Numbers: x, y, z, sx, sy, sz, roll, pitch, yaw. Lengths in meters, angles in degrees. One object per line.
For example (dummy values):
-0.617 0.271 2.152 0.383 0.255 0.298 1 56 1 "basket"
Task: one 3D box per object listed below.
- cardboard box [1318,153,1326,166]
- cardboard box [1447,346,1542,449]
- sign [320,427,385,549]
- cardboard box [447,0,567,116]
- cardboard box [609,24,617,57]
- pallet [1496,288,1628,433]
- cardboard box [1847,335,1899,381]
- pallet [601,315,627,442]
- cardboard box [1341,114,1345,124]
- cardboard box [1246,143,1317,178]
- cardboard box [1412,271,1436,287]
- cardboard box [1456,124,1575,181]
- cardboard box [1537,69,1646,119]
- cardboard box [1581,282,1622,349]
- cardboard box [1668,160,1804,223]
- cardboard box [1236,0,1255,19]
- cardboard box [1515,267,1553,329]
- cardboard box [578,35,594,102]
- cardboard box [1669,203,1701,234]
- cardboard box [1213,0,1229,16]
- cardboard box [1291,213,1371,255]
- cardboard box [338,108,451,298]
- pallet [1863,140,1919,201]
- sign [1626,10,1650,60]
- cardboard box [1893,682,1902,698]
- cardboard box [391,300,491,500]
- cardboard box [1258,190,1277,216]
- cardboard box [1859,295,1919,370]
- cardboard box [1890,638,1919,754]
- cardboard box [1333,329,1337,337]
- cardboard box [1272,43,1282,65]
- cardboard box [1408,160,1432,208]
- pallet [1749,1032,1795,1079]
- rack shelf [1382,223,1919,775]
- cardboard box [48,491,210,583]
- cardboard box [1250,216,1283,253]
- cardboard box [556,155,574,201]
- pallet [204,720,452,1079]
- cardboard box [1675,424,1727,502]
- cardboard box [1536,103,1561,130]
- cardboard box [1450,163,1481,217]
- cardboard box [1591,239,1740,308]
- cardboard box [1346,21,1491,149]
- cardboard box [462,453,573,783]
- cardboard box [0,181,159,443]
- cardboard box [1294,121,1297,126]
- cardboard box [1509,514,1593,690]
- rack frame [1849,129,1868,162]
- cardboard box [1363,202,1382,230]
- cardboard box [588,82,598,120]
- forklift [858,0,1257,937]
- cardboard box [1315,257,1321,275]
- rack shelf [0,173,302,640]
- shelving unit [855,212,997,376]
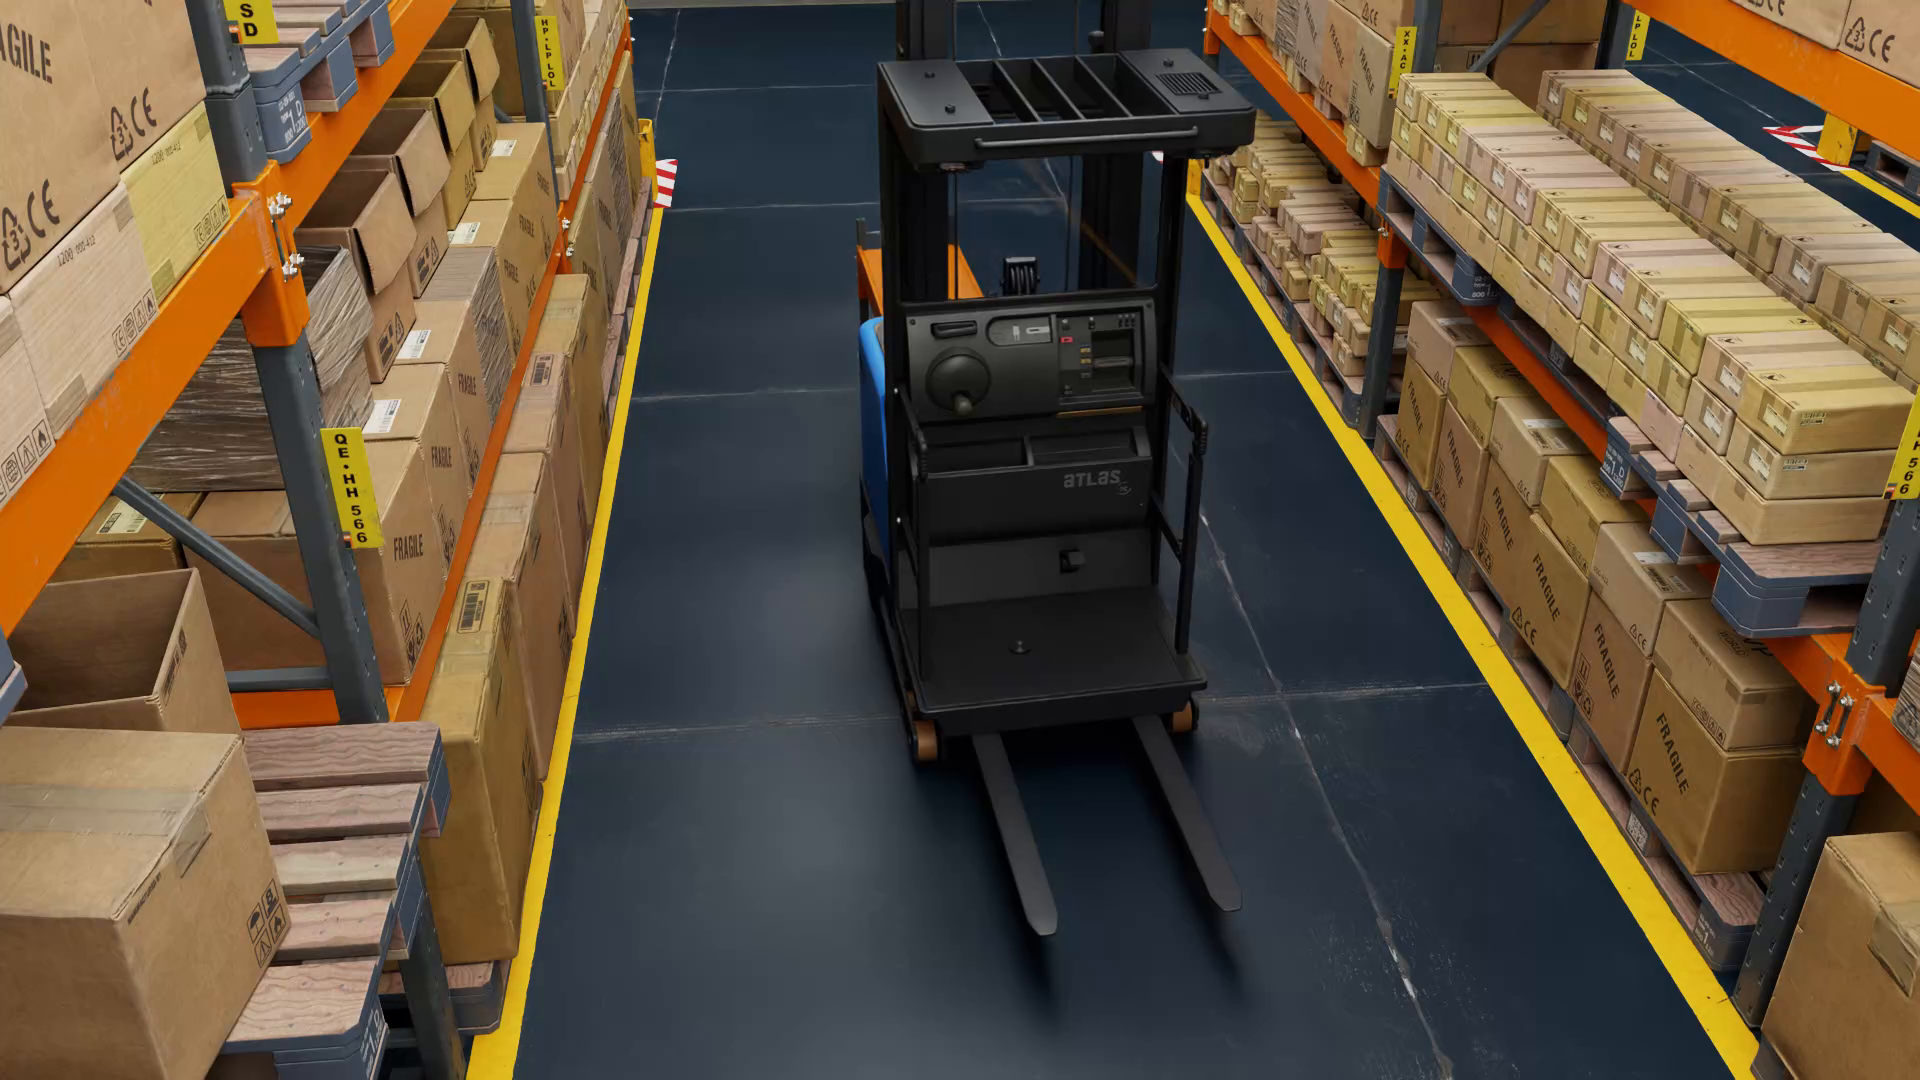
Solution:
2.591 -2.461 11.026 0.380 0.149 0.250 -4 31 -7 "cardboard box"
2.439 -0.623 7.165 0.500 0.250 0.500 -2 31 -3 "cardboard box"
-1.454 -0.121 3.976 0.100 0.325 0.005 -3 31 -5 "sign"
-2.157 -2.312 7.820 0.500 0.500 0.500 -3 31 -5 "cardboard box"
-2.309 -3.049 10.175 0.380 0.149 0.250 -2 31 -4 "cardboard box"
2.728 -0.740 6.251 1.003 0.211 1.213 -3 31 -5 "pallet"
3.053 -0.545 5.282 0.380 0.149 0.250 -4 31 -6 "cardboard box"
-2.360 -0.865 8.992 1.003 0.211 1.213 -3 31 -5 "pallet"
2.267 -2.283 8.892 0.380 0.149 0.250 -4 31 -6 "cardboard box"
2.065 -2.434 10.689 0.380 0.149 0.250 -4 31 -7 "cardboard box"
2.694 -1.388 9.229 0.380 0.149 0.250 -3 31 -5 "cardboard box"
2.234 -1.560 6.692 0.380 0.149 0.250 -3 31 -5 "cardboard box"
2.812 -1.988 7.408 0.380 0.149 0.250 -1 31 -2 "cardboard box"
2.357 -0.769 5.658 0.380 0.149 0.250 -3 31 -5 "cardboard box"
2.933 -1.323 6.294 0.380 0.149 0.250 -4 31 -7 "cardboard box"
2.049 -3.554 10.388 0.500 0.500 0.500 -3 31 -4 "cardboard box"
2.307 -0.910 6.184 0.380 0.149 0.250 -4 31 -7 "cardboard box"
-2.246 -2.504 8.873 0.500 0.250 0.500 -2 31 -3 "cardboard box"
2.941 -1.189 6.361 0.380 0.149 0.250 -3 31 -4 "cardboard box"
1.911 -3.609 11.112 0.380 0.149 0.250 -3 31 -5 "cardboard box"
2.131 -1.762 9.565 0.380 0.149 0.250 -4 31 -7 "cardboard box"
-2.173 -1.150 5.675 0.797 0.503 0.637 -2 31 -3 "cardboard box"
7.278 -2.585 11.872 1.003 0.211 1.213 -3 31 -5 "pallet"
3.133 -2.381 7.682 0.100 0.325 0.005 -3 31 -5 "sign"
3.131 0.394 5.463 0.500 0.250 0.500 -4 31 -7 "cardboard box"
-1.870 -0.456 5.491 0.500 0.500 0.500 -3 31 -5 "cardboard box"
2.116 -2.172 10.542 0.380 0.149 0.250 -4 31 -7 "cardboard box"
3.058 -0.649 5.167 0.380 0.149 0.250 -3 31 -5 "cardboard box"
2.727 0.386 4.082 0.500 0.500 0.500 -2 31 -4 "cardboard box"
2.264 -1.133 9.092 0.380 0.149 0.250 -2 31 -3 "cardboard box"
2.104 -2.948 10.006 0.380 0.149 0.250 -3 31 -6 "cardboard box"
2.191 -1.564 7.278 0.380 0.149 0.250 -2 31 -4 "cardboard box"
2.953 1.790 4.548 1.003 0.211 1.213 -3 31 -5 "pallet"
2.767 -0.526 6.407 1.077 0.370 4.000 -3 31 -5 "rack shelf"
-2.286 0.089 4.578 0.500 0.500 0.500 -2 31 -3 "cardboard box"
2.043 -1.923 10.414 0.380 0.149 0.250 -4 31 -7 "cardboard box"
-2.064 -1.729 7.964 0.380 0.149 0.250 -3 31 -4 "cardboard box"
-1.821 0.814 3.650 1.213 0.211 1.003 -3 31 -5 "pallet"
2.429 -0.243 5.067 0.380 0.149 0.250 -3 31 -5 "cardboard box"
2.814 -1.862 7.488 0.380 0.149 0.250 -2 31 -3 "cardboard box"
2.235 -1.436 6.774 0.380 0.149 0.250 -4 31 -7 "cardboard box"
2.361 -0.891 5.572 0.380 0.149 0.250 -3 31 -5 "cardboard box"
2.254 -2.260 8.221 0.500 0.500 0.500 -3 31 -5 "cardboard box"
-2.113 0.296 5.992 1.225 0.875 0.875 -3 31 -4 "cardboard box"
-1.645 -0.367 2.661 0.500 0.250 0.500 -3 31 -5 "cardboard box"
2.509 -2.852 11.389 0.380 0.149 0.250 -2 31 -4 "cardboard box"
2.522 0.221 6.482 0.500 0.500 0.500 -4 31 -7 "cardboard box"
7.126 -4.187 11.834 1.000 3.000 0.127 -3 31 -5 "rack frame"
2.618 -1.925 9.837 0.380 0.149 0.250 -4 31 -7 "cardboard box"
-2.185 -2.391 9.072 0.380 0.149 0.250 -2 31 -4 "cardboard box"
0.307 -0.616 5.924 1.130 2.935 3.031 -5 31 -9 "forklift"
2.229 -1.492 9.403 0.380 0.149 0.250 -2 31 -4 "cardboard box"
-1.807 0.415 1.907 1.077 0.370 4.000 -3 31 -5 "rack shelf"
-0.173 -0.867 8.104 0.538 1.125 1.048 -5 31 -9 "shelving unit"
